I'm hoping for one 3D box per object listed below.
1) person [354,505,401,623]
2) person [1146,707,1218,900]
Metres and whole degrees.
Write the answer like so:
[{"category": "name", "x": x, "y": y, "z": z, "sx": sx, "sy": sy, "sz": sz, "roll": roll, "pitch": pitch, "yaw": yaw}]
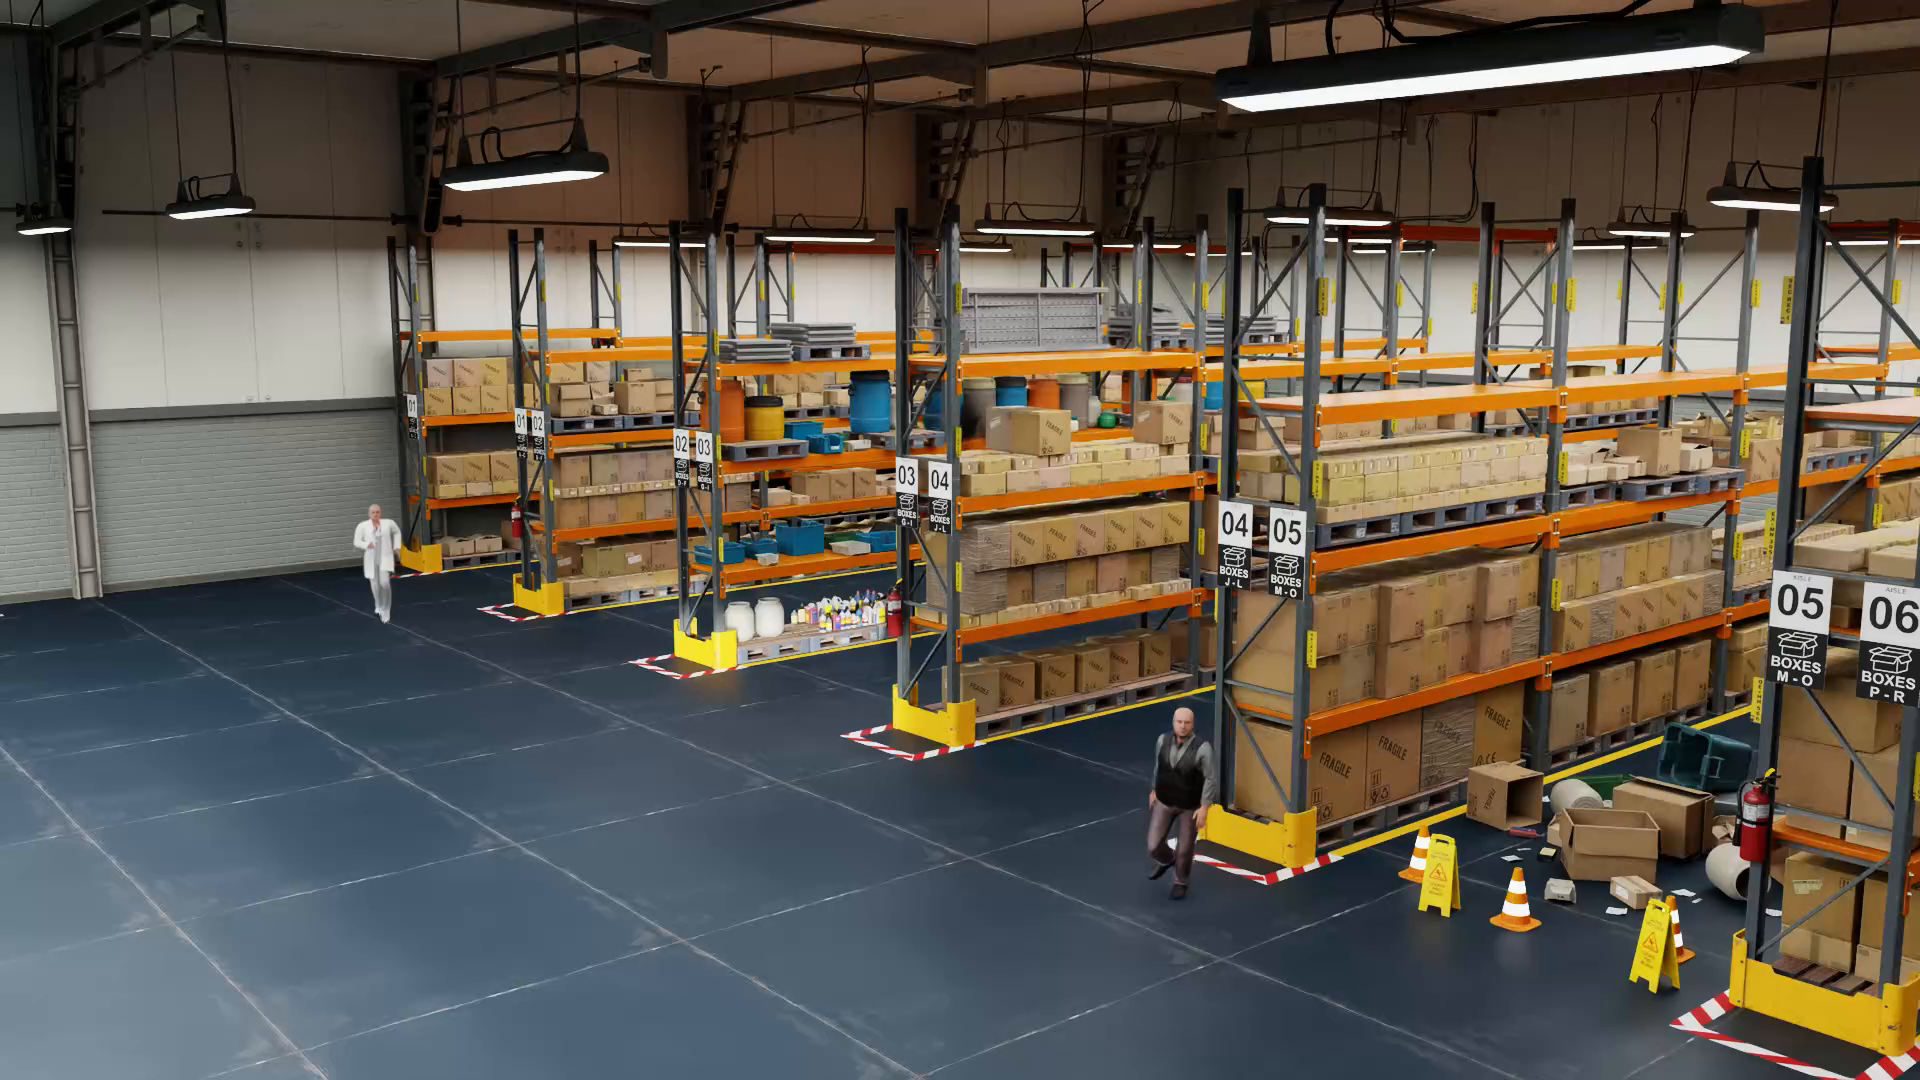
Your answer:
[{"category": "person", "x": -8.979, "y": 0.462, "z": 25.682, "sx": 0.649, "sy": 1.633, "sz": 0.911, "roll": -2, "pitch": 9, "yaw": -12}, {"category": "person", "x": 1.858, "y": 2.212, "z": 13.937, "sx": 0.648, "sy": 1.699, "sz": 0.562, "roll": 4, "pitch": 10, "yaw": 24}]
